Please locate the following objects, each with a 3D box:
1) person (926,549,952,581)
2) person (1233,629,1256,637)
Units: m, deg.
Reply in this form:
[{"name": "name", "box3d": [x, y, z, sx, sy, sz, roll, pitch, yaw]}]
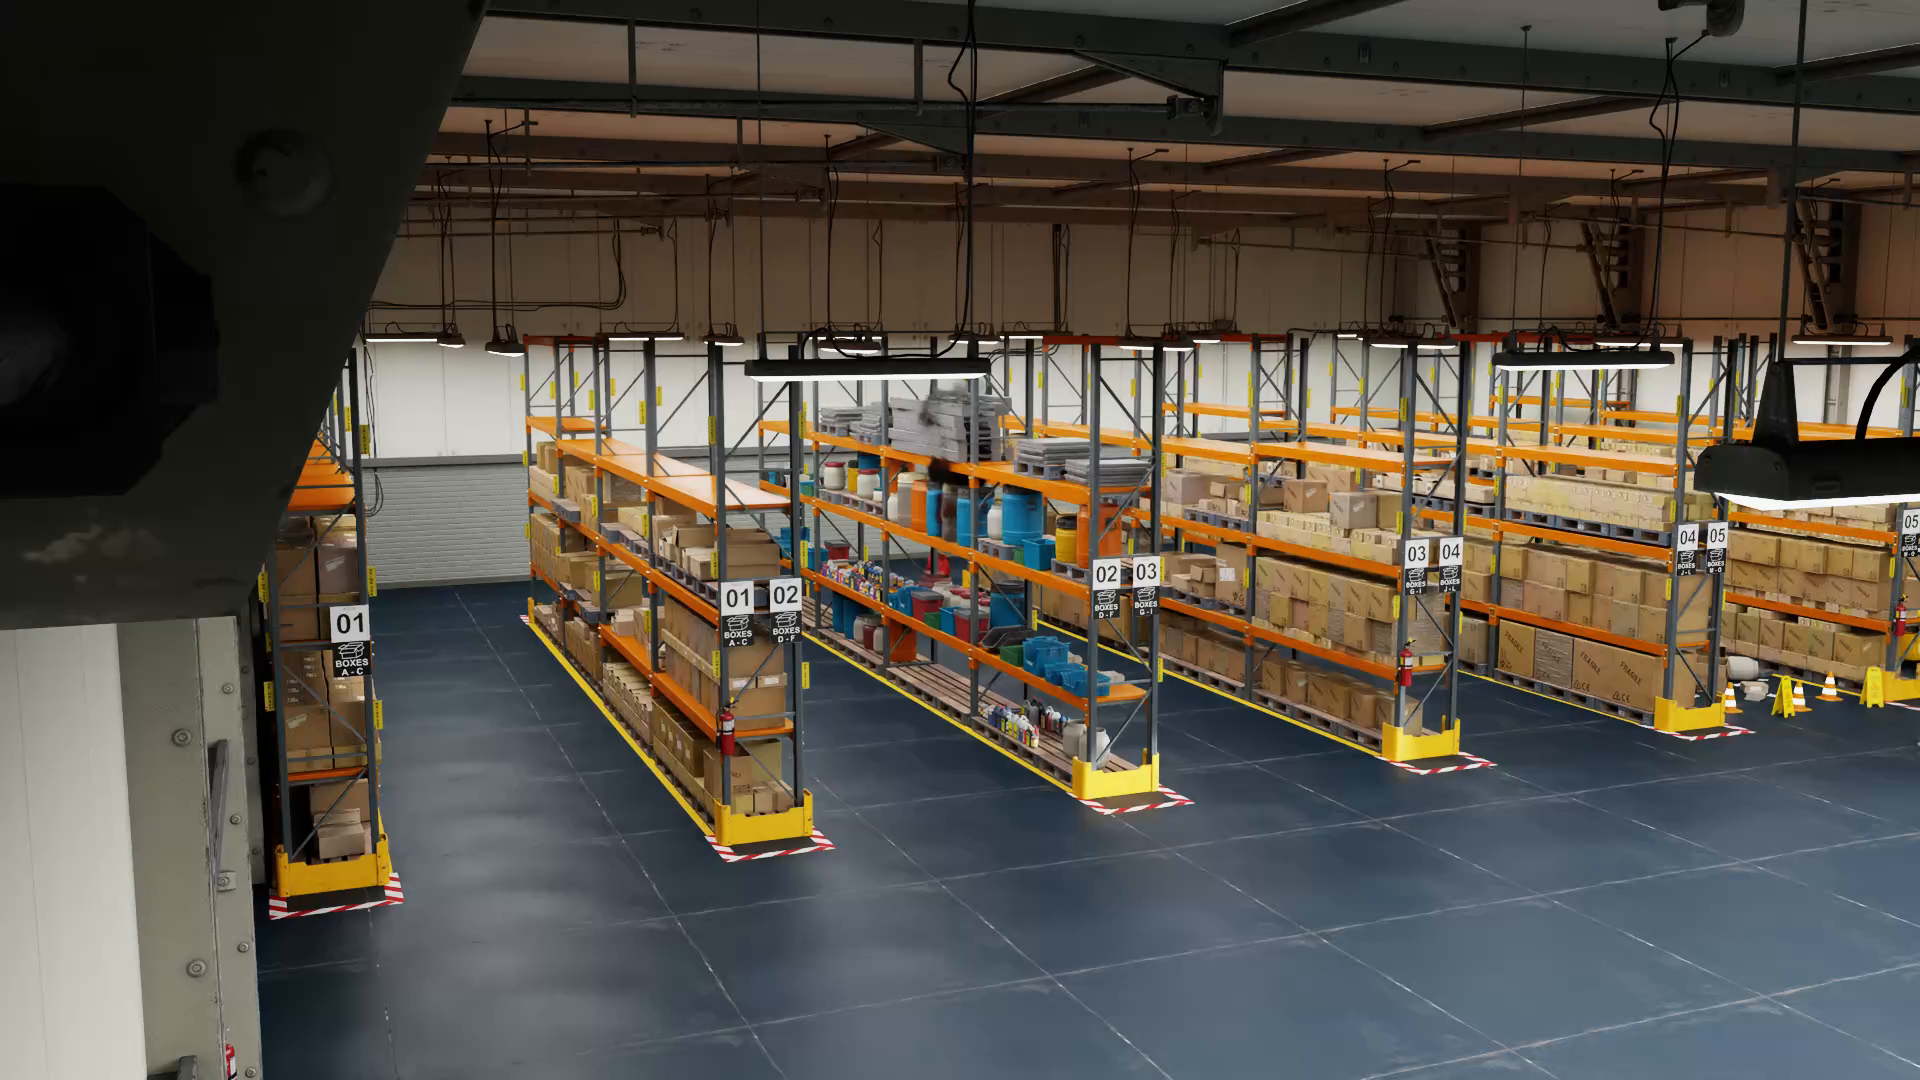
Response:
[{"name": "person", "box3d": [-0.420, 0.943, 34.074, 0.665, 1.730, 0.971, -6, 9, -36]}, {"name": "person", "box3d": [5.766, 1.014, 33.449, 0.736, 1.789, 0.898, -4, 9, -30]}]
